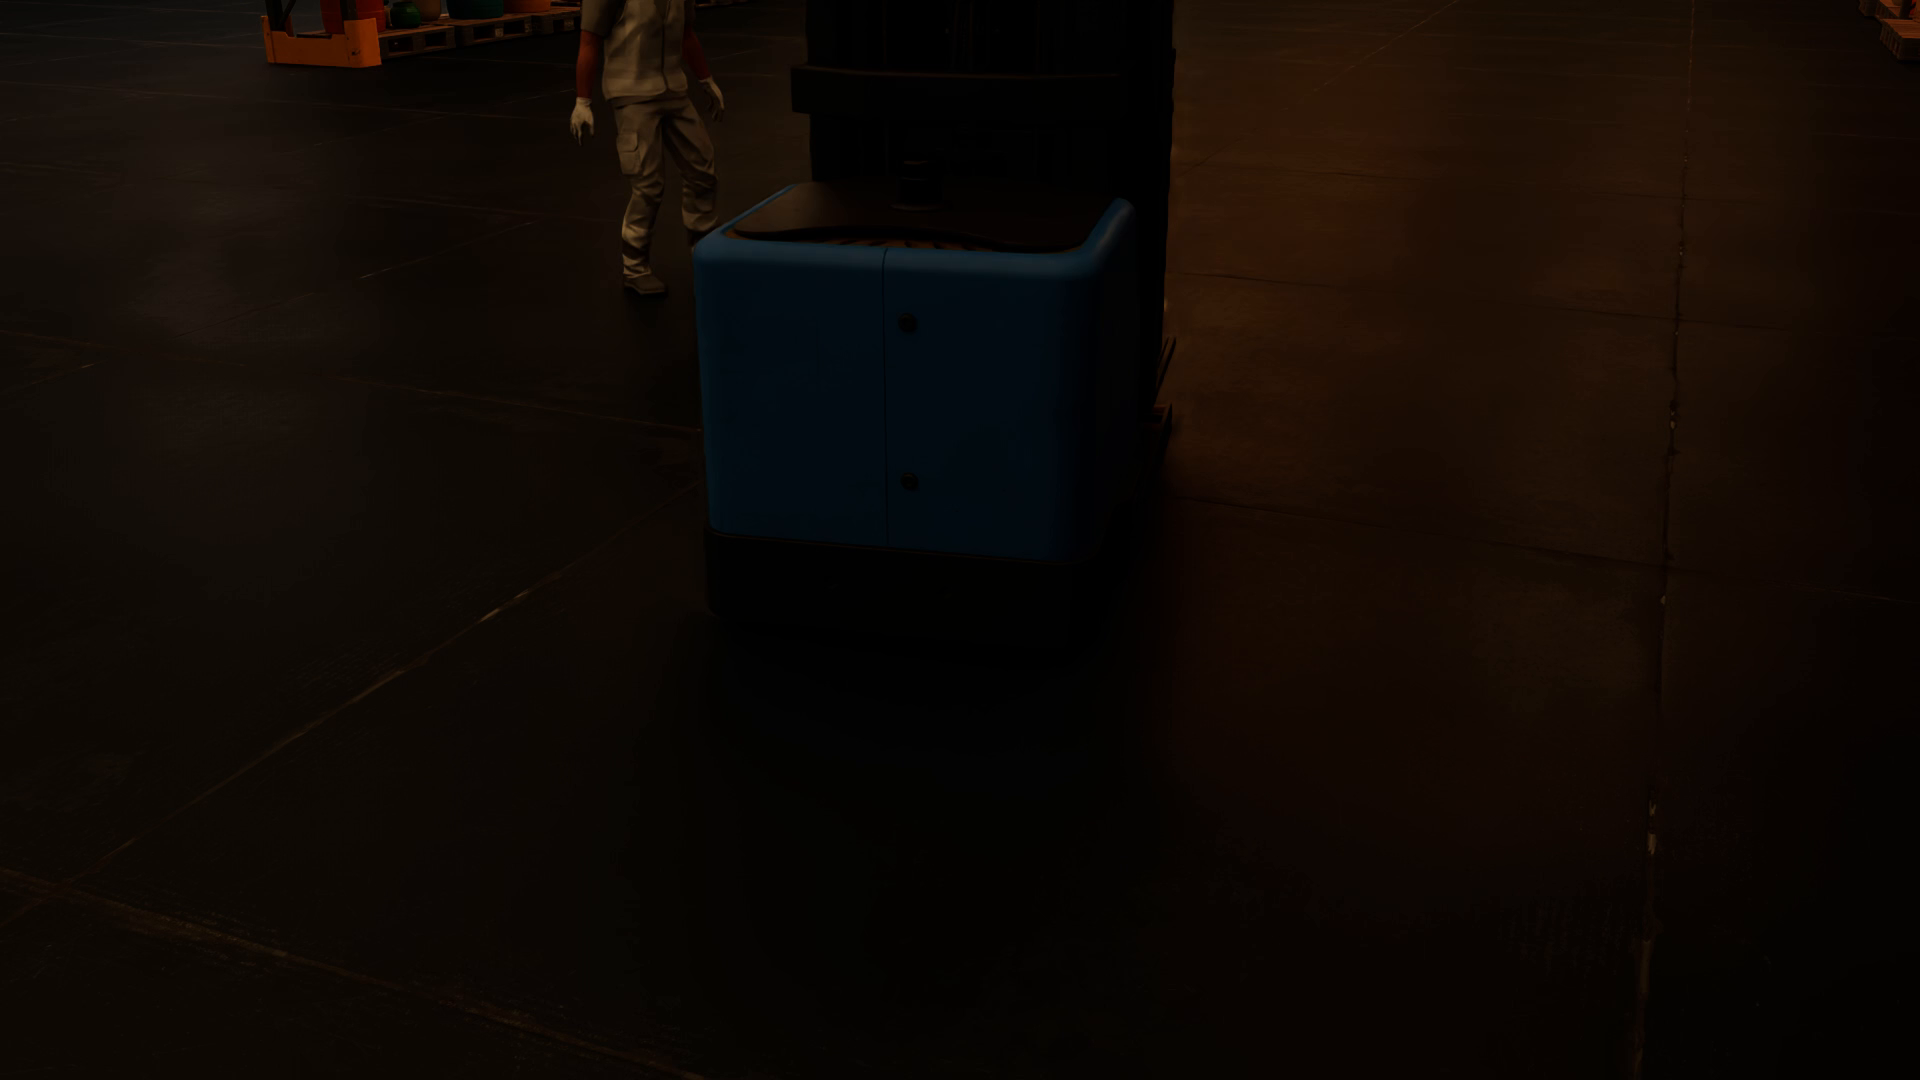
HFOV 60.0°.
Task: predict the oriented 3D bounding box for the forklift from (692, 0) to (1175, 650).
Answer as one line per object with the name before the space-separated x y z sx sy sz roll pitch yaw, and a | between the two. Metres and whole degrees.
forklift | 0.133 -1.610 5.145 1.130 2.935 3.031 5 23 11

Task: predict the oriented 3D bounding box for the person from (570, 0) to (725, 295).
person | -1.384 -2.017 7.647 0.428 1.752 0.839 17 28 35
